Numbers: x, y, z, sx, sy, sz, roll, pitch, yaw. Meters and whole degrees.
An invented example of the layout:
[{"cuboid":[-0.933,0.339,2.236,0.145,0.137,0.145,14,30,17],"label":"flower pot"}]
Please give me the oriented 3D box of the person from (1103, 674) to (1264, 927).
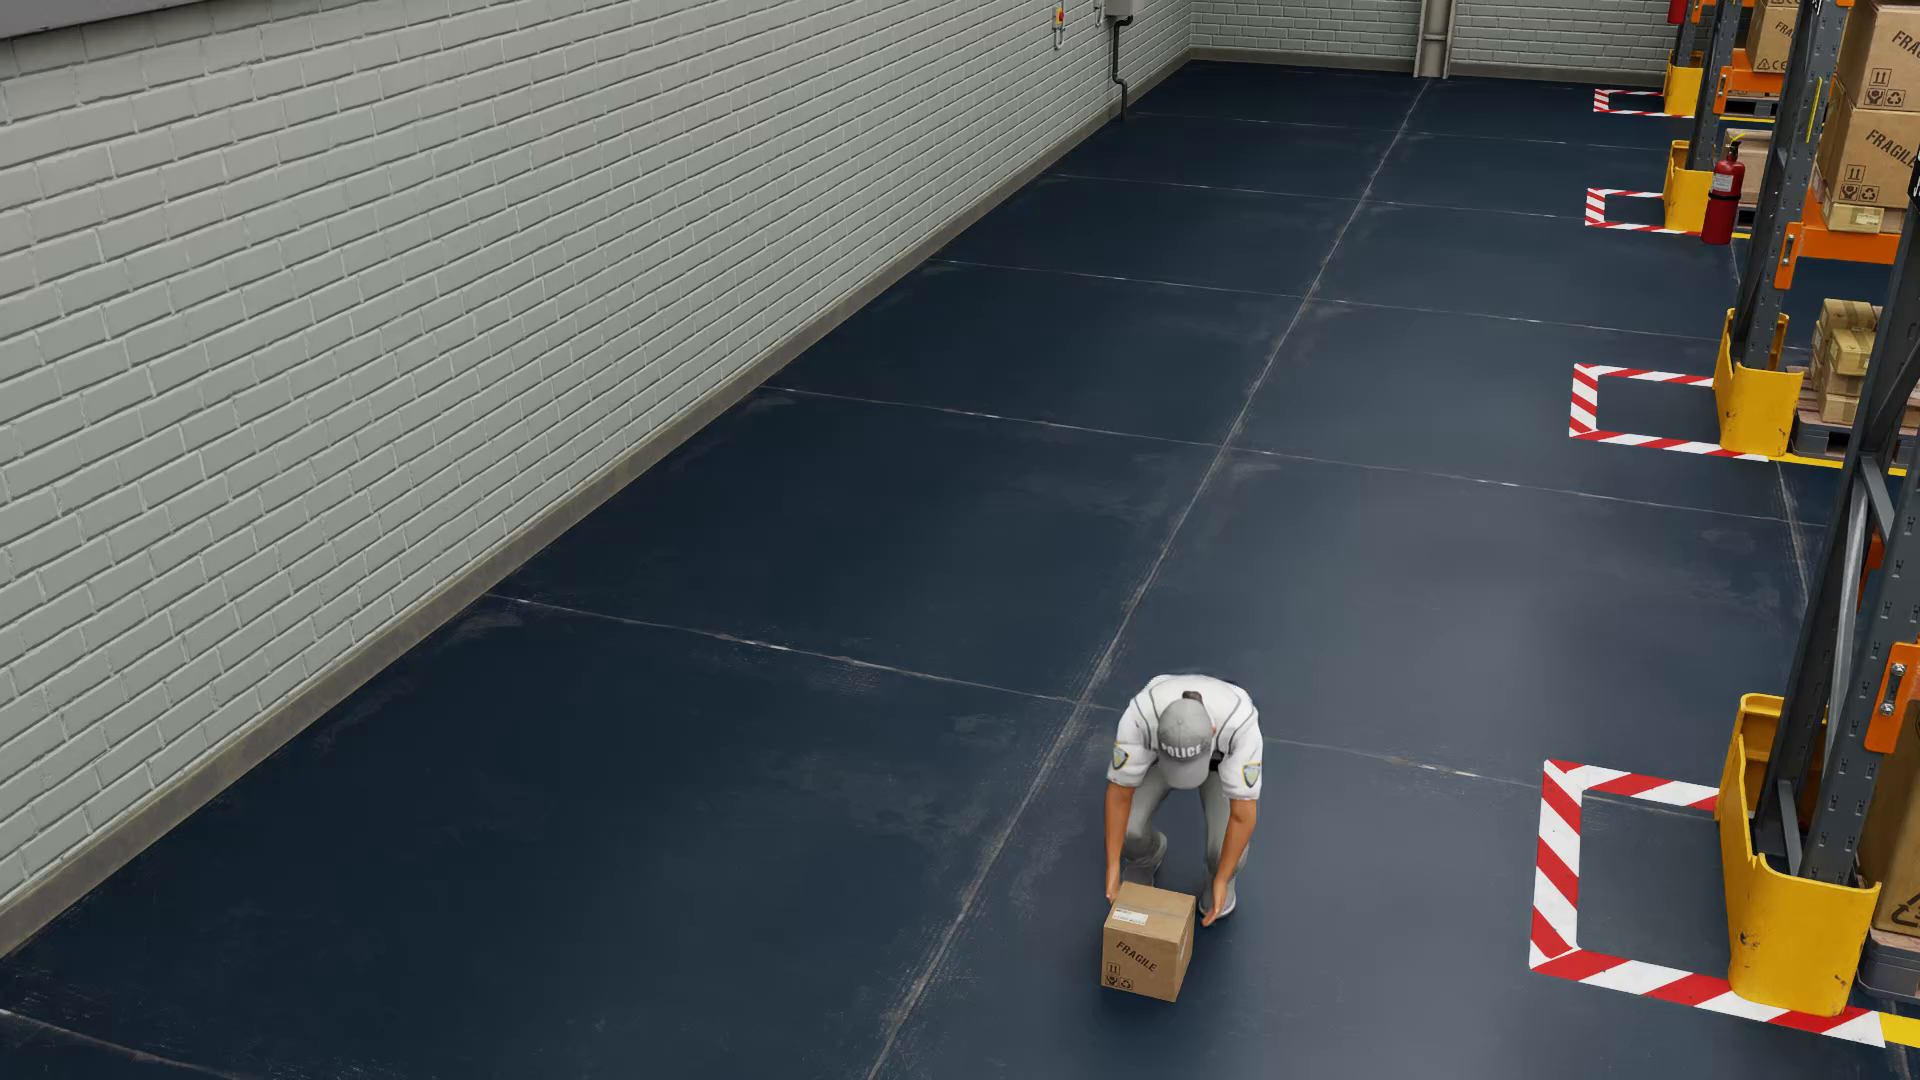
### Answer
[{"cuboid":[0.775,0.830,5.650,0.527,1.016,0.844,9,27,17],"label":"person"}]
